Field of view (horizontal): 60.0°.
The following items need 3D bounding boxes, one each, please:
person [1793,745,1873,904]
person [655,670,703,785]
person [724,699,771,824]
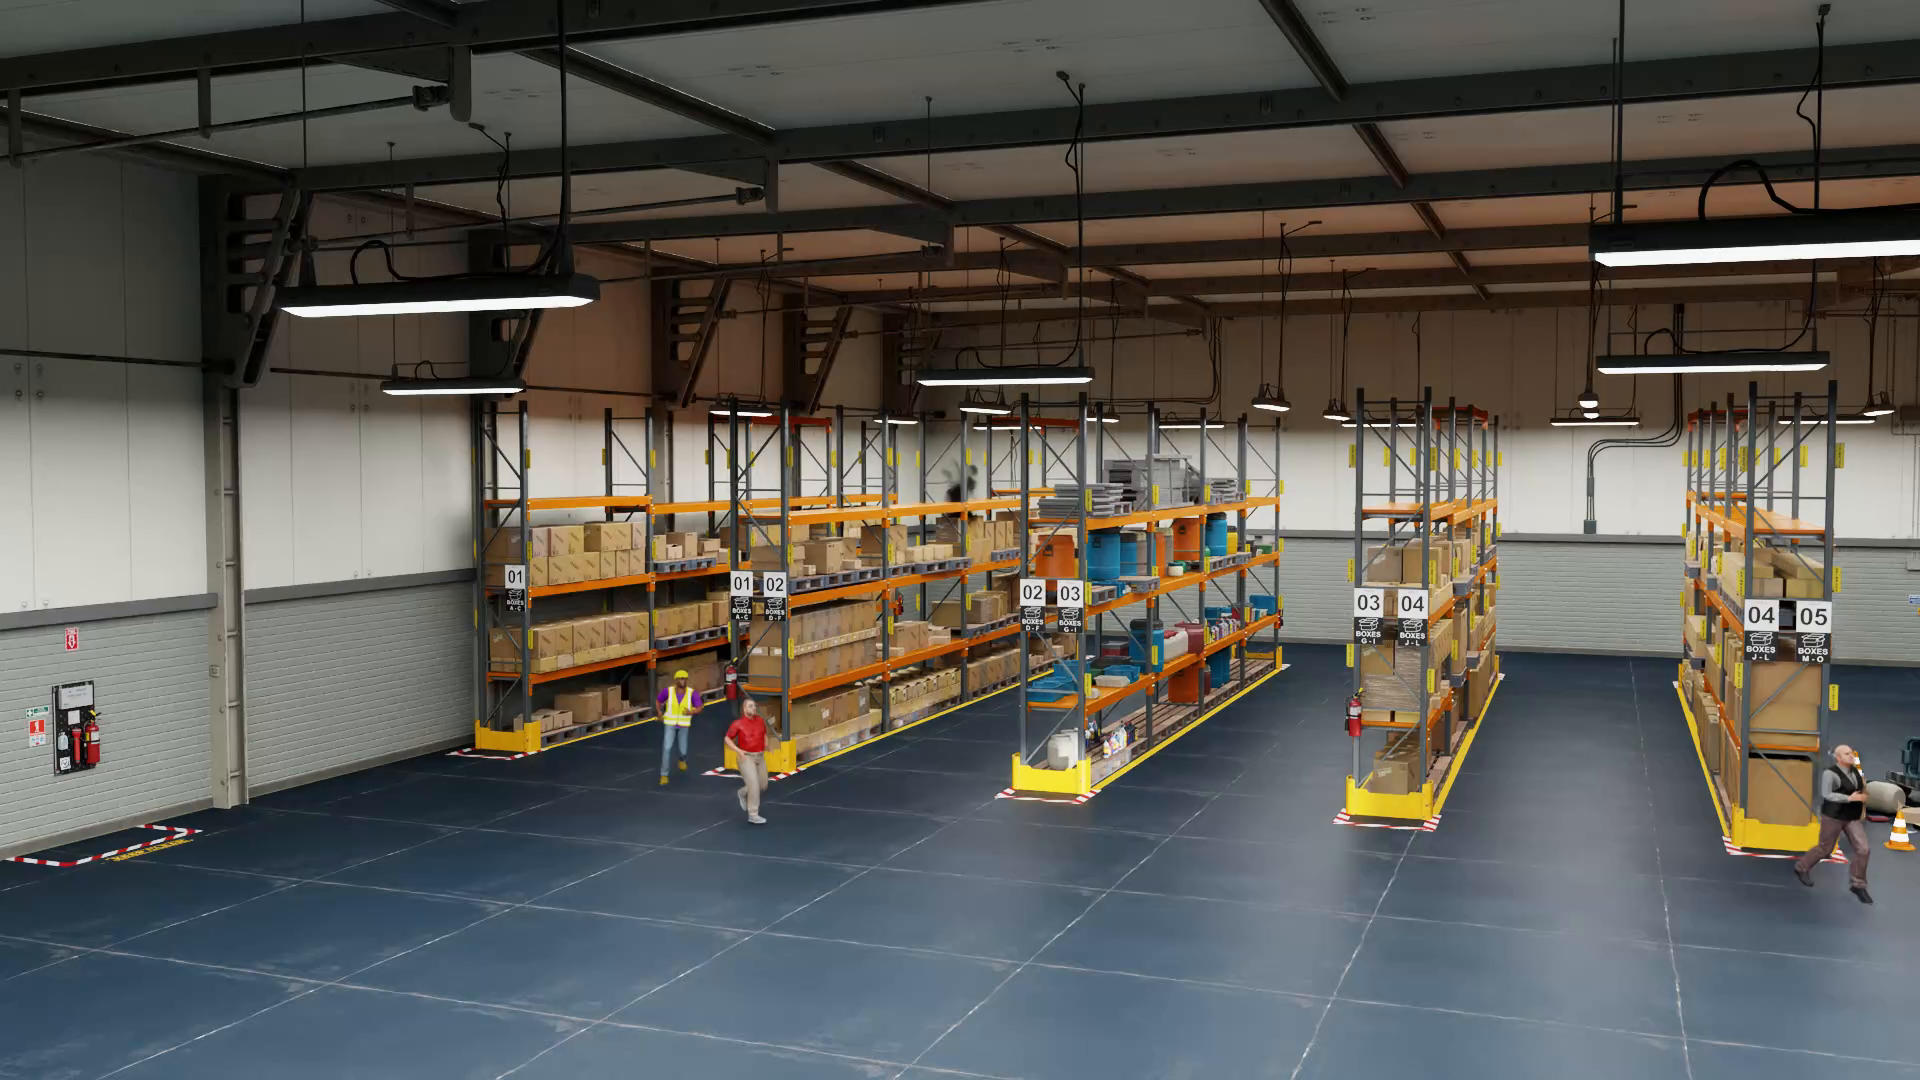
[{"bbox_3d":[10.060,3.216,19.065,0.663,1.766,0.908,-1,3,-18],"label":"person"},{"bbox_3d":[-4.392,2.898,25.999,0.731,1.722,0.855,-1,3,-12],"label":"person"},{"bbox_3d":[-2.920,3.038,23.002,0.670,1.679,0.751,-3,4,-44],"label":"person"}]
